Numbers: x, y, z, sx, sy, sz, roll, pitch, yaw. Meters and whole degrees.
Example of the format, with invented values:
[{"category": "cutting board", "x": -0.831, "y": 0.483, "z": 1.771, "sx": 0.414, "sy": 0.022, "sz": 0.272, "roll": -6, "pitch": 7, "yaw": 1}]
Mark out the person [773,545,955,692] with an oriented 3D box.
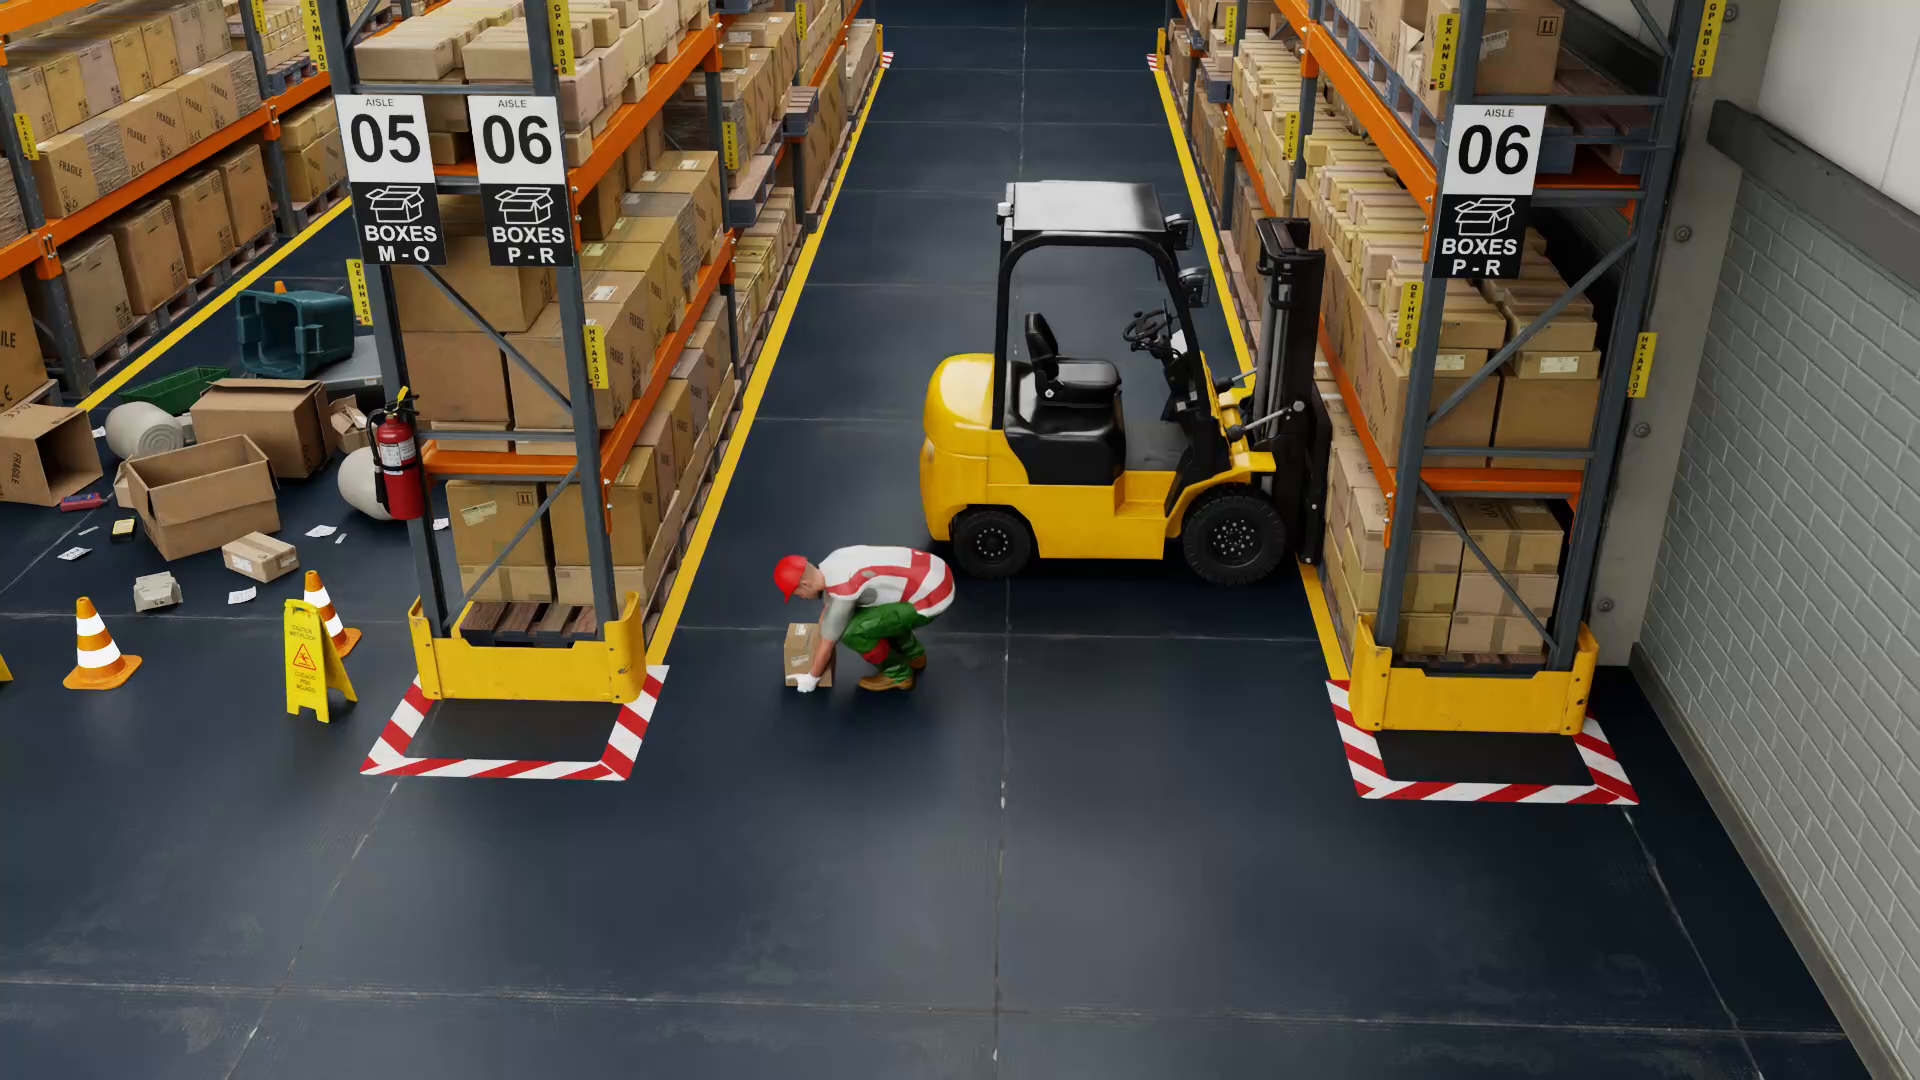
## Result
[{"category": "person", "x": -0.504, "y": 0.413, "z": 8.928, "sx": 0.959, "sy": 0.798, "sz": 0.520, "roll": 0, "pitch": 28, "yaw": 1}]
